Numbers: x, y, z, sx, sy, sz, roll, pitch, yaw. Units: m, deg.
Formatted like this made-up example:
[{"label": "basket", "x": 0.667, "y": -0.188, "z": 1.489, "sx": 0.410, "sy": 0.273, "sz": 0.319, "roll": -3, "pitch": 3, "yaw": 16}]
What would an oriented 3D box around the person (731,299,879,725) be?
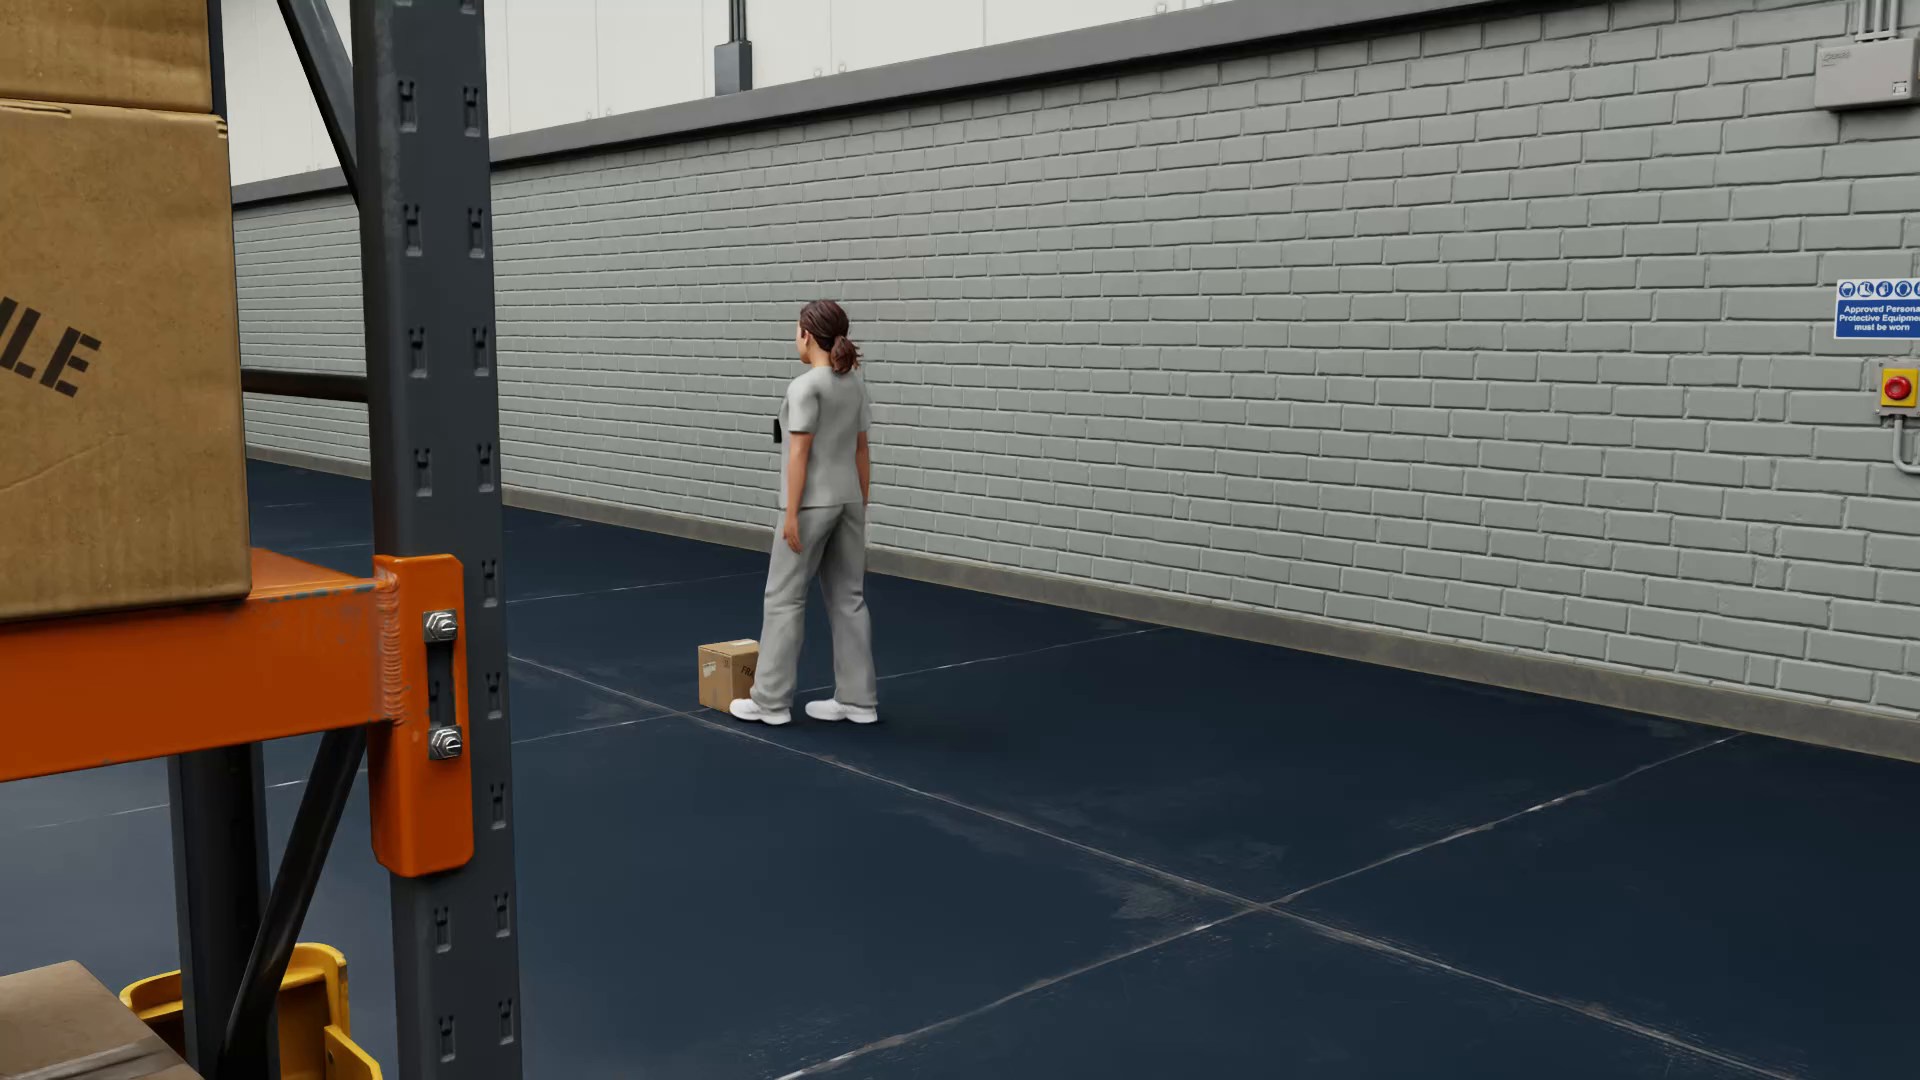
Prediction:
[{"label": "person", "x": -0.608, "y": -0.111, "z": 6.590, "sx": 0.568, "sy": 1.669, "sz": 0.459, "roll": 6, "pitch": 9, "yaw": 36}]
